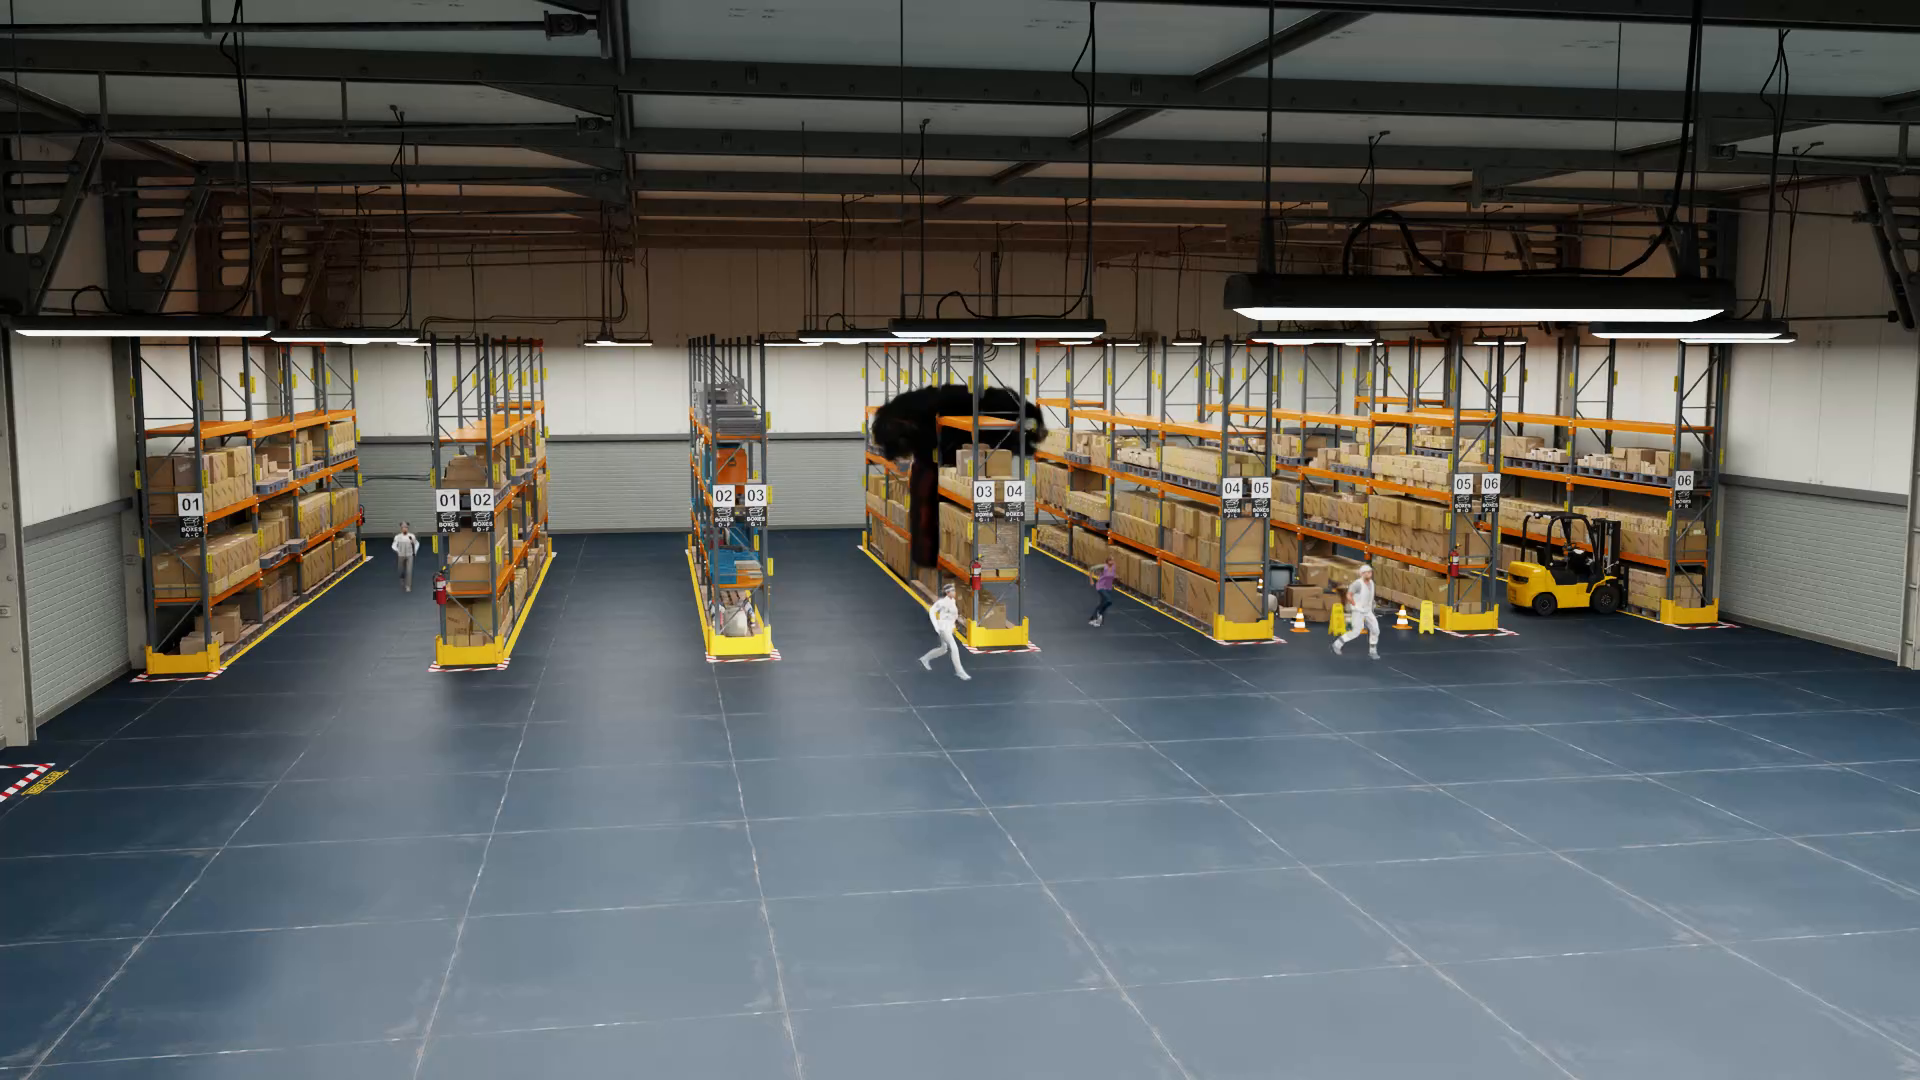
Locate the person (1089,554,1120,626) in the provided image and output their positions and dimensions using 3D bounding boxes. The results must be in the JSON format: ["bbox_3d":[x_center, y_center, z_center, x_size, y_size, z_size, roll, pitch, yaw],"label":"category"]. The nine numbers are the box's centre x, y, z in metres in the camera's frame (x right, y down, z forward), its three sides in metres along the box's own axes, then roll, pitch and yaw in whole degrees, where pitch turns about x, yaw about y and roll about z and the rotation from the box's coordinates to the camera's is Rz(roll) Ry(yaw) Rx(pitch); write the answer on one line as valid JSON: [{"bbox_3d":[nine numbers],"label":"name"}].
[{"bbox_3d":[2.972,1.039,34.238,0.524,1.517,0.788,-6,9,-41],"label":"person"}]

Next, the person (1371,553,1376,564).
[{"bbox_3d":[11.126,-0.154,43.892,0.543,1.697,0.909,-3,7,-26],"label":"person"}]

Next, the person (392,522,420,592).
[{"bbox_3d":[-13.137,0.382,39.451,0.625,1.654,0.724,-2,7,-18],"label":"person"}]

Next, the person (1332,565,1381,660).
[{"bbox_3d":[7.426,1.342,30.846,0.885,1.778,0.732,-6,9,-40],"label":"person"}]

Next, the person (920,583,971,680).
[{"bbox_3d":[-0.269,1.574,28.988,0.982,1.695,0.636,3,7,25],"label":"person"}]
